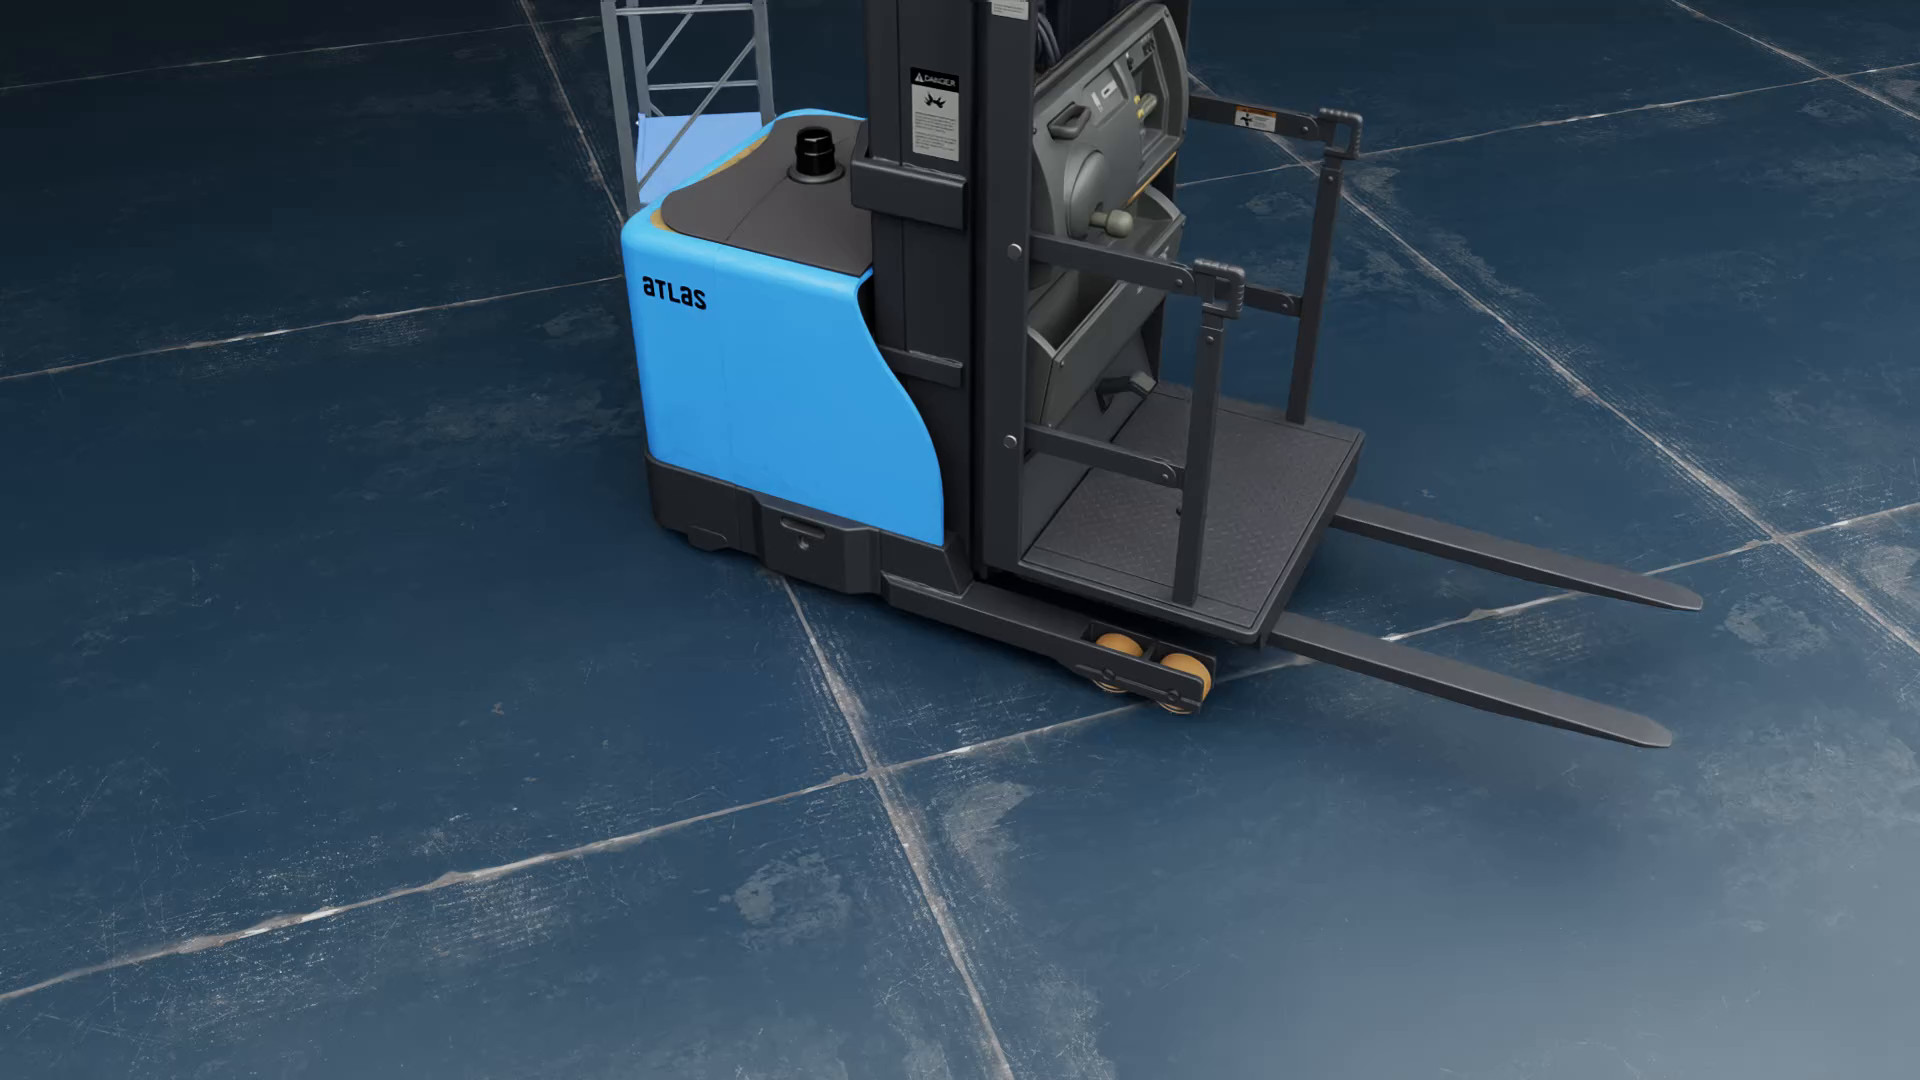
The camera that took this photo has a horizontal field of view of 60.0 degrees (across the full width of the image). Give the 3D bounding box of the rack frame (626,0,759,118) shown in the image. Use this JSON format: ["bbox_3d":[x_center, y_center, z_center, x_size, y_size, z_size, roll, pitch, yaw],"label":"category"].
[{"bbox_3d":[-0.967,-1.714,6.279,0.500,1.500,0.032,-4,37,-6],"label":"rack frame"}]

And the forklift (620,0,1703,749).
[{"bbox_3d":[0.581,-1.056,4.216,3.031,2.935,1.130,17,40,21],"label":"forklift"}]

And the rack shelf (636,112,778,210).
[{"bbox_3d":[-0.905,-1.267,5.985,0.538,0.185,1.000,-4,37,-6],"label":"rack shelf"}]

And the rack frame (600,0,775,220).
[{"bbox_3d":[-0.842,-1.107,5.473,0.500,1.500,0.032,-4,37,-6],"label":"rack frame"}]

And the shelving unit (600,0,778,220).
[{"bbox_3d":[-0.905,-1.411,5.876,0.538,1.500,1.048,-4,37,-6],"label":"shelving unit"}]
